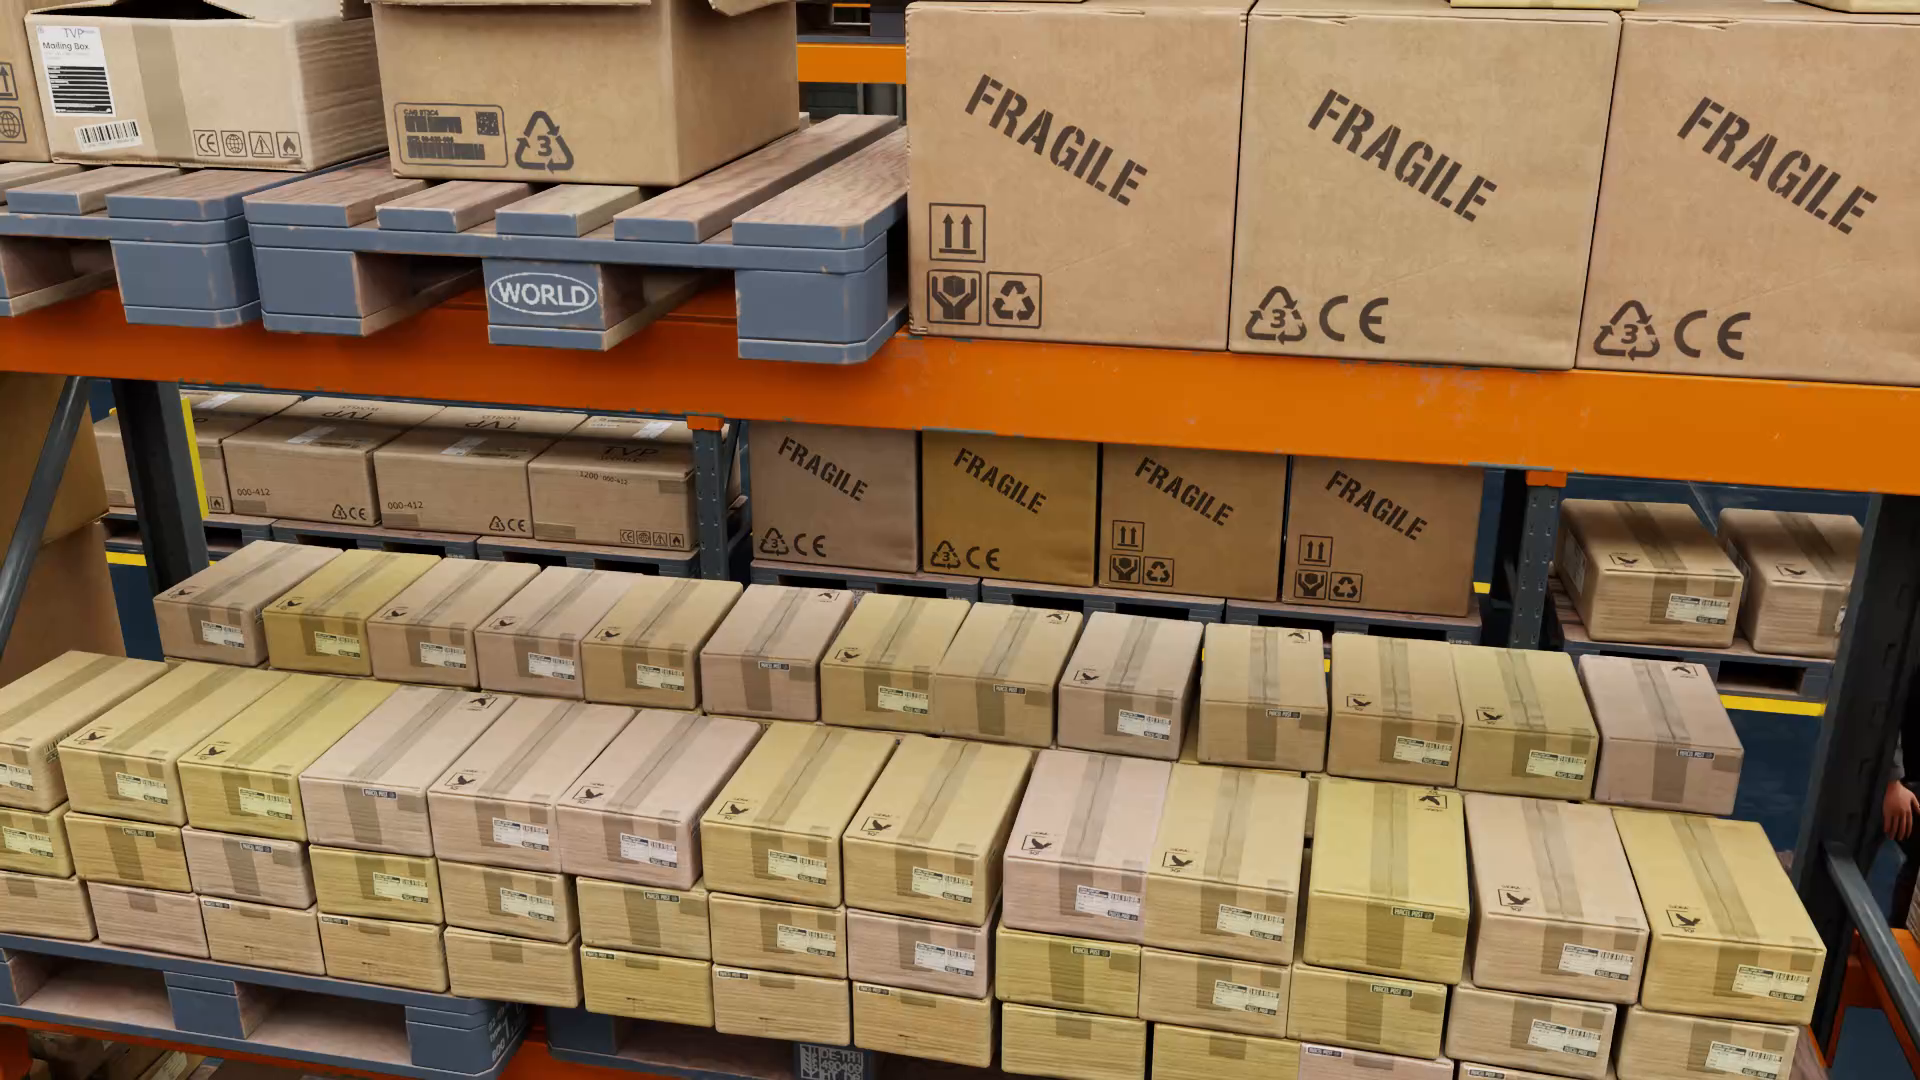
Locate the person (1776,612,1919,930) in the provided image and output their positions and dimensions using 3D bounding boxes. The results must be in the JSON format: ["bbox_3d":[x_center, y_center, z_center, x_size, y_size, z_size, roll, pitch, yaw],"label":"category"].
[{"bbox_3d":[2.941,0.699,5.347,0.949,1.681,0.552,17,27,37],"label":"person"}]
